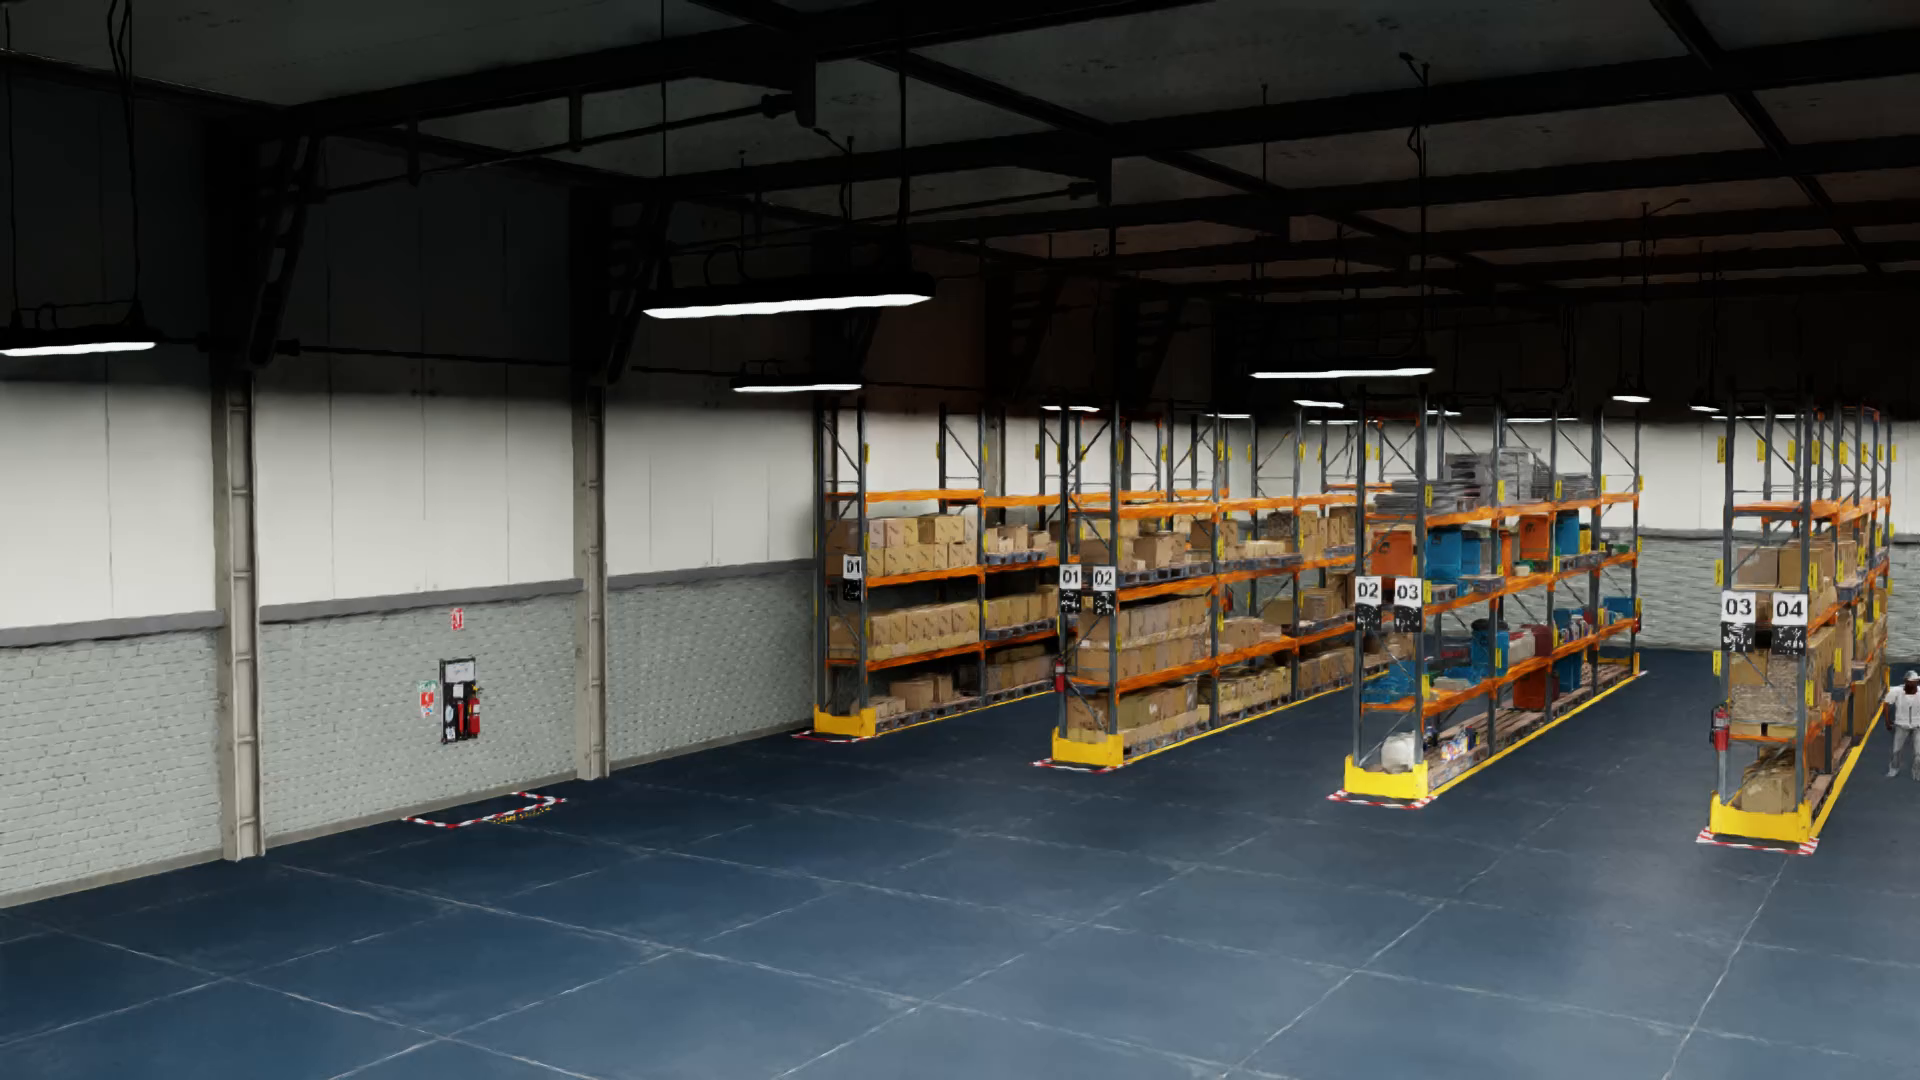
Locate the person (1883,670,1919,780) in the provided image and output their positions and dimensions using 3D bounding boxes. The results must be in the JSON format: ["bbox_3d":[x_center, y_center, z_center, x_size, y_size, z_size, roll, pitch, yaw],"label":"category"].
[{"bbox_3d":[14.495,2.787,25.391,0.719,1.649,0.578,2,3,30],"label":"person"}]
